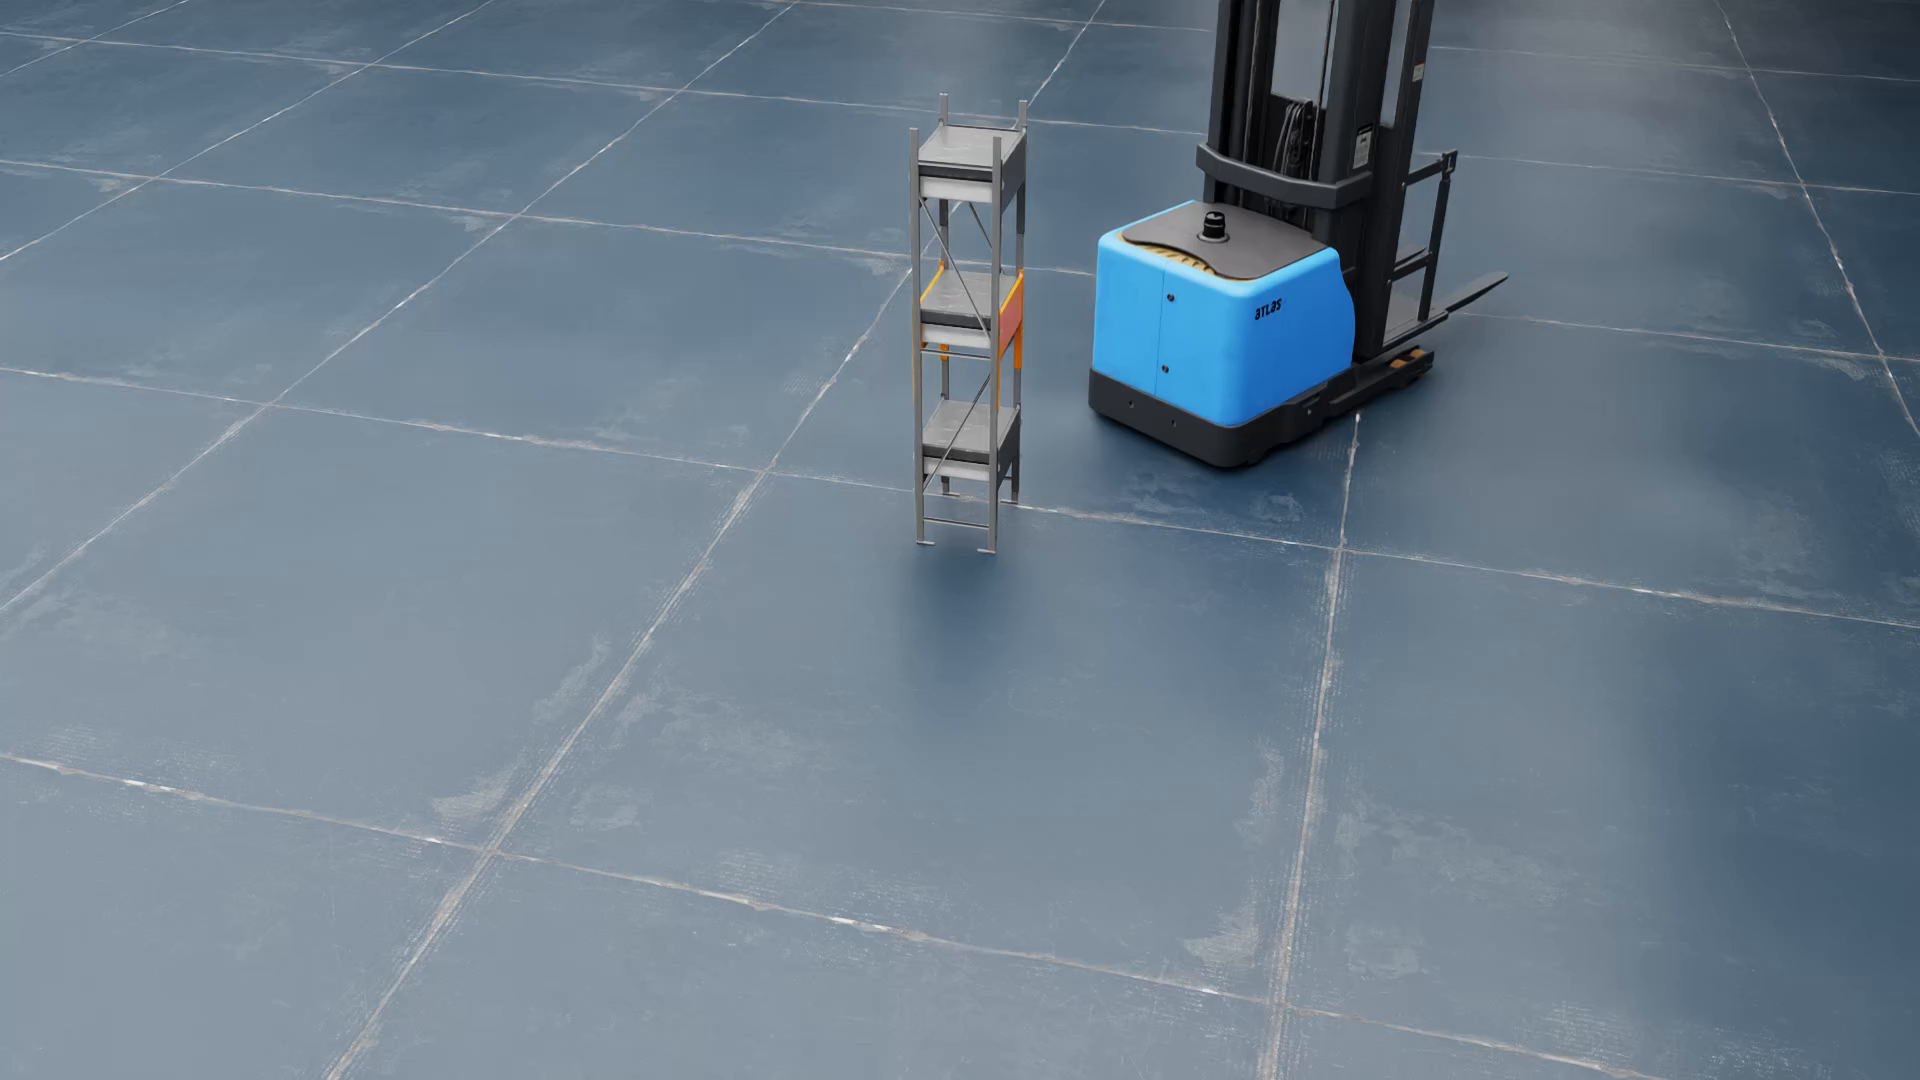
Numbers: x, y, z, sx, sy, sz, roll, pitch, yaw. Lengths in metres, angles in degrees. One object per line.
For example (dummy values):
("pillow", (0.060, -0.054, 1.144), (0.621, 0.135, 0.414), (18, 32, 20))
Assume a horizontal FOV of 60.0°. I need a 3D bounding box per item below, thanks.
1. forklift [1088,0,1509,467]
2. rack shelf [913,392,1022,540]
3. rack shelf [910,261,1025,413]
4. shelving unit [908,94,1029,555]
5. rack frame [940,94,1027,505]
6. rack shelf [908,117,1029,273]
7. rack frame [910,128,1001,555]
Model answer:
("forklift", (2.133, -2.296, 9.129), (3.031, 2.935, 1.130), (-27, 41, -35))
("rack shelf", (0.042, -0.370, 8.205), (0.431, 0.518, 0.480), (8, 33, 12))
("rack shelf", (0.042, -0.960, 7.829), (0.431, 0.518, 0.480), (8, 33, 12))
("shelving unit", (0.042, -0.972, 7.822), (0.431, 2.100, 0.503), (8, 33, 12))
("rack frame", (0.104, -1.099, 8.021), (0.400, 2.100, 0.015), (8, 33, 12))
("rack shelf", (0.042, -1.551, 7.454), (0.431, 0.518, 0.480), (8, 33, 12))
("rack frame", (-0.020, -0.845, 7.623), (0.400, 2.100, 0.015), (8, 33, 12))
